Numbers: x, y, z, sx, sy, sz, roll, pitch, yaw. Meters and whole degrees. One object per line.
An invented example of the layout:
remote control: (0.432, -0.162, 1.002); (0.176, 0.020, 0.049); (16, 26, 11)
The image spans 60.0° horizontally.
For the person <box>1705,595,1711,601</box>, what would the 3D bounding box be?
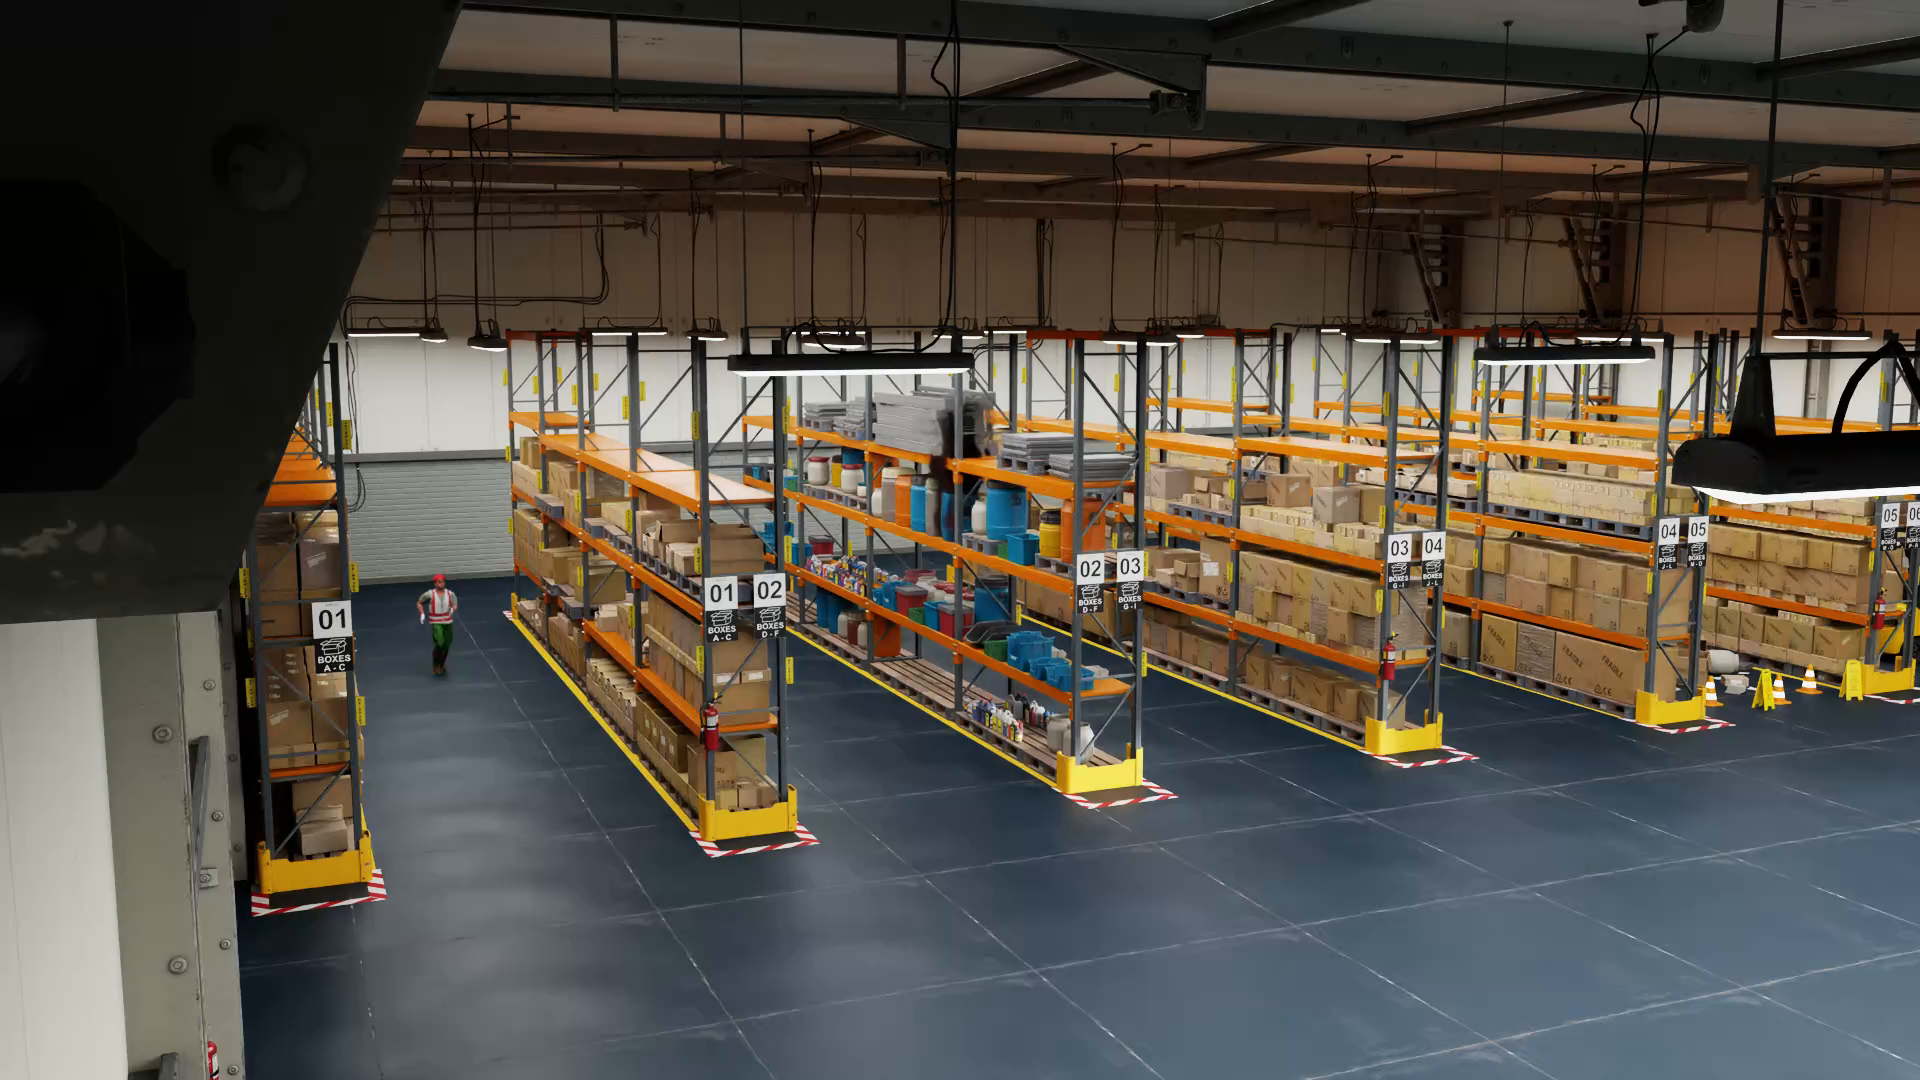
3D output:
person: (15.057, 0.975, 33.191); (0.651, 1.737, 0.790); (-4, 9, -29)

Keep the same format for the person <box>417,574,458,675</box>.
person: (-9.107, 1.483, 29.177); (0.648, 1.783, 0.700); (-6, 10, -35)
